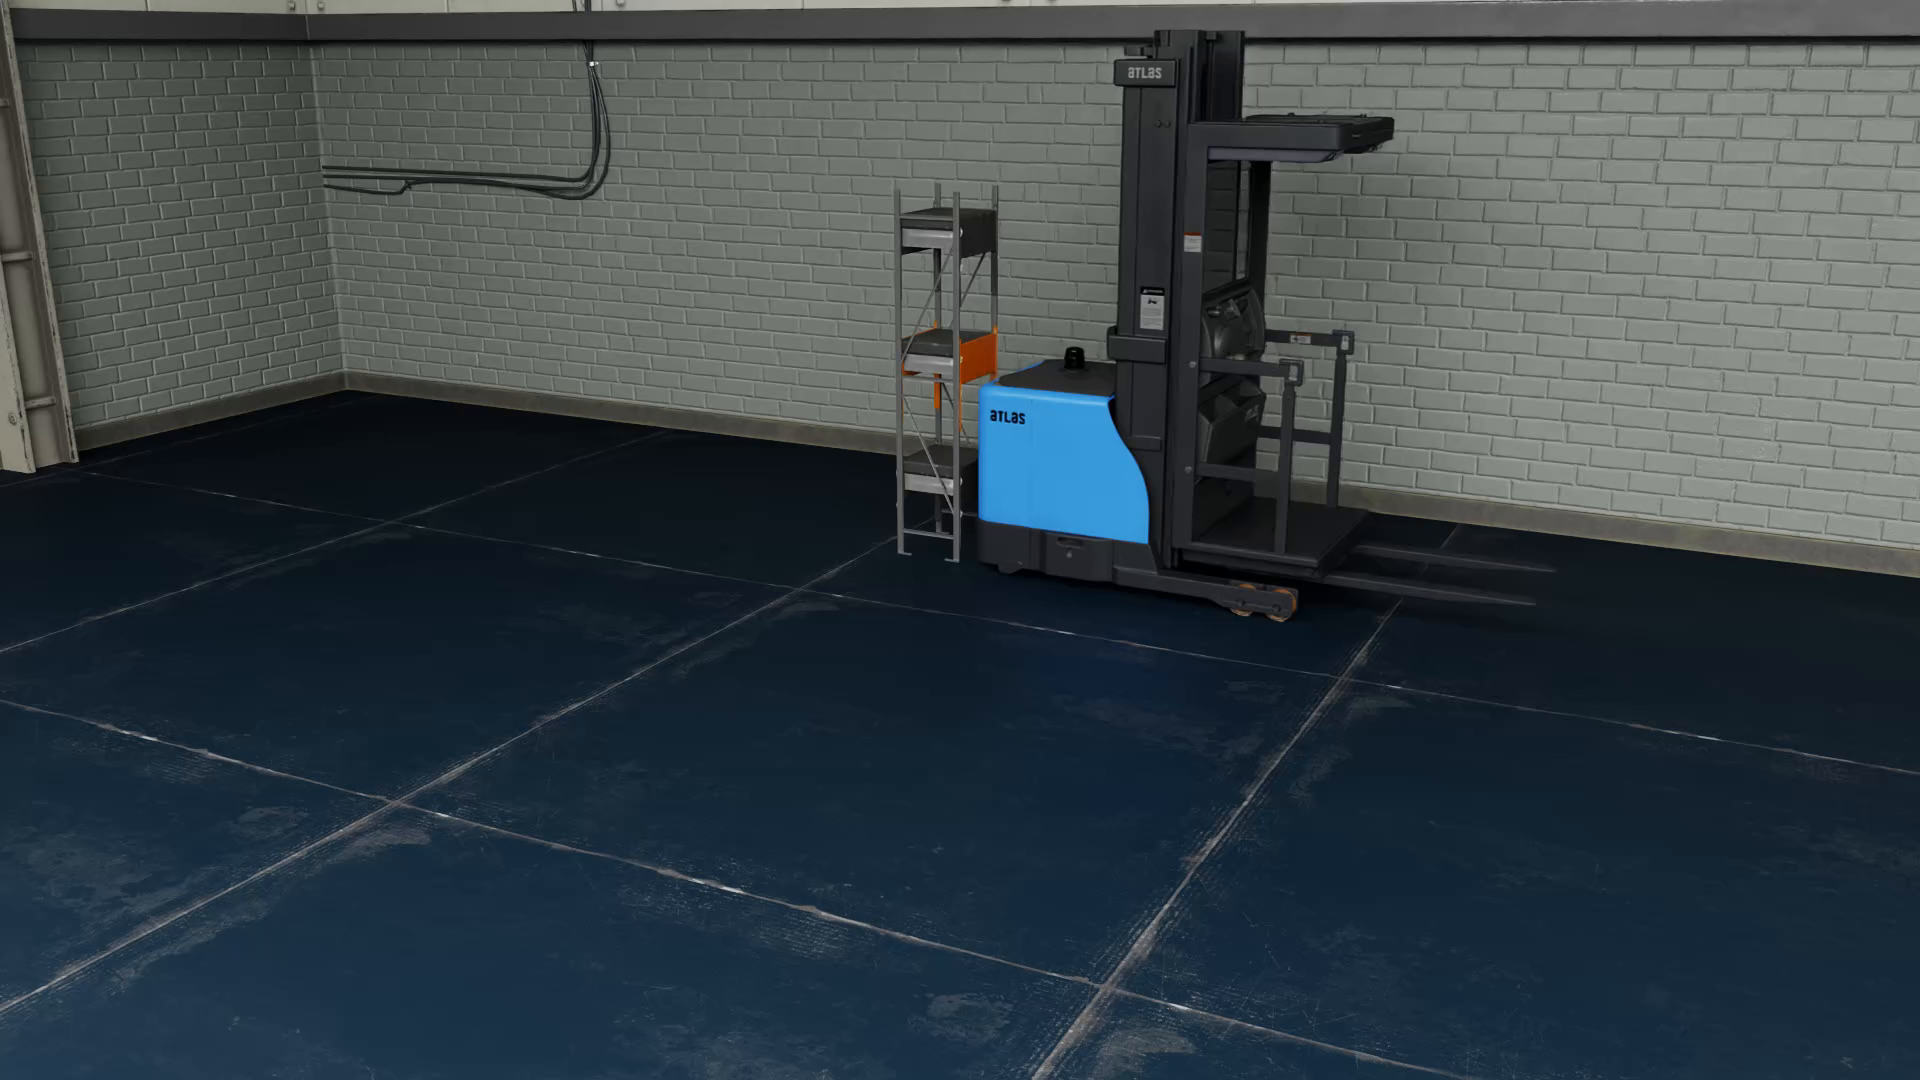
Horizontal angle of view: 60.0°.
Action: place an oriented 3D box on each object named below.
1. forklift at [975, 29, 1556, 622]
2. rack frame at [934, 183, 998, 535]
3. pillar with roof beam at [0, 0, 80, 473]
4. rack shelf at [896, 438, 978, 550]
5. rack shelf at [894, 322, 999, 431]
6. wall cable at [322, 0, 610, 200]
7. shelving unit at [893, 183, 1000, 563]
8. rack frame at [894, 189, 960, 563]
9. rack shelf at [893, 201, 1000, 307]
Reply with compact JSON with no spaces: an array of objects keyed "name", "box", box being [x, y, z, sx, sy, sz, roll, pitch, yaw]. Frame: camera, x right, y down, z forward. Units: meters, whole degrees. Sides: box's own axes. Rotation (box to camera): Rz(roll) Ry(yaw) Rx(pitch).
[{"name":"forklift","box":[1.636,-1.156,8.768,3.031,2.935,1.130,8,18,26]},{"name":"rack frame","box":[0.035,-1.027,9.793,0.400,2.100,0.015,8,18,25]},{"name":"pillar with roof beam","box":[-2.686,-4.300,8.698,9.100,9.000,0.400,8,18,25]},{"name":"rack shelf","box":[-0.074,-0.280,9.787,0.431,0.518,0.480,8,18,25]},{"name":"rack shelf","box":[-0.074,-0.951,9.587,0.431,0.518,0.480,8,18,25]},{"name":"wall cable","box":[-4.037,-3.942,12.944,3.097,2.526,0.112,8,18,25]},{"name":"shelving unit","box":[-0.074,-0.964,9.583,0.431,2.100,0.503,8,18,25]},{"name":"rack frame","box":[-0.183,-0.902,9.374,0.400,2.100,0.015,8,18,25]},{"name":"rack shelf","box":[-0.074,-1.622,9.388,0.431,0.518,0.480,8,18,25]}]
